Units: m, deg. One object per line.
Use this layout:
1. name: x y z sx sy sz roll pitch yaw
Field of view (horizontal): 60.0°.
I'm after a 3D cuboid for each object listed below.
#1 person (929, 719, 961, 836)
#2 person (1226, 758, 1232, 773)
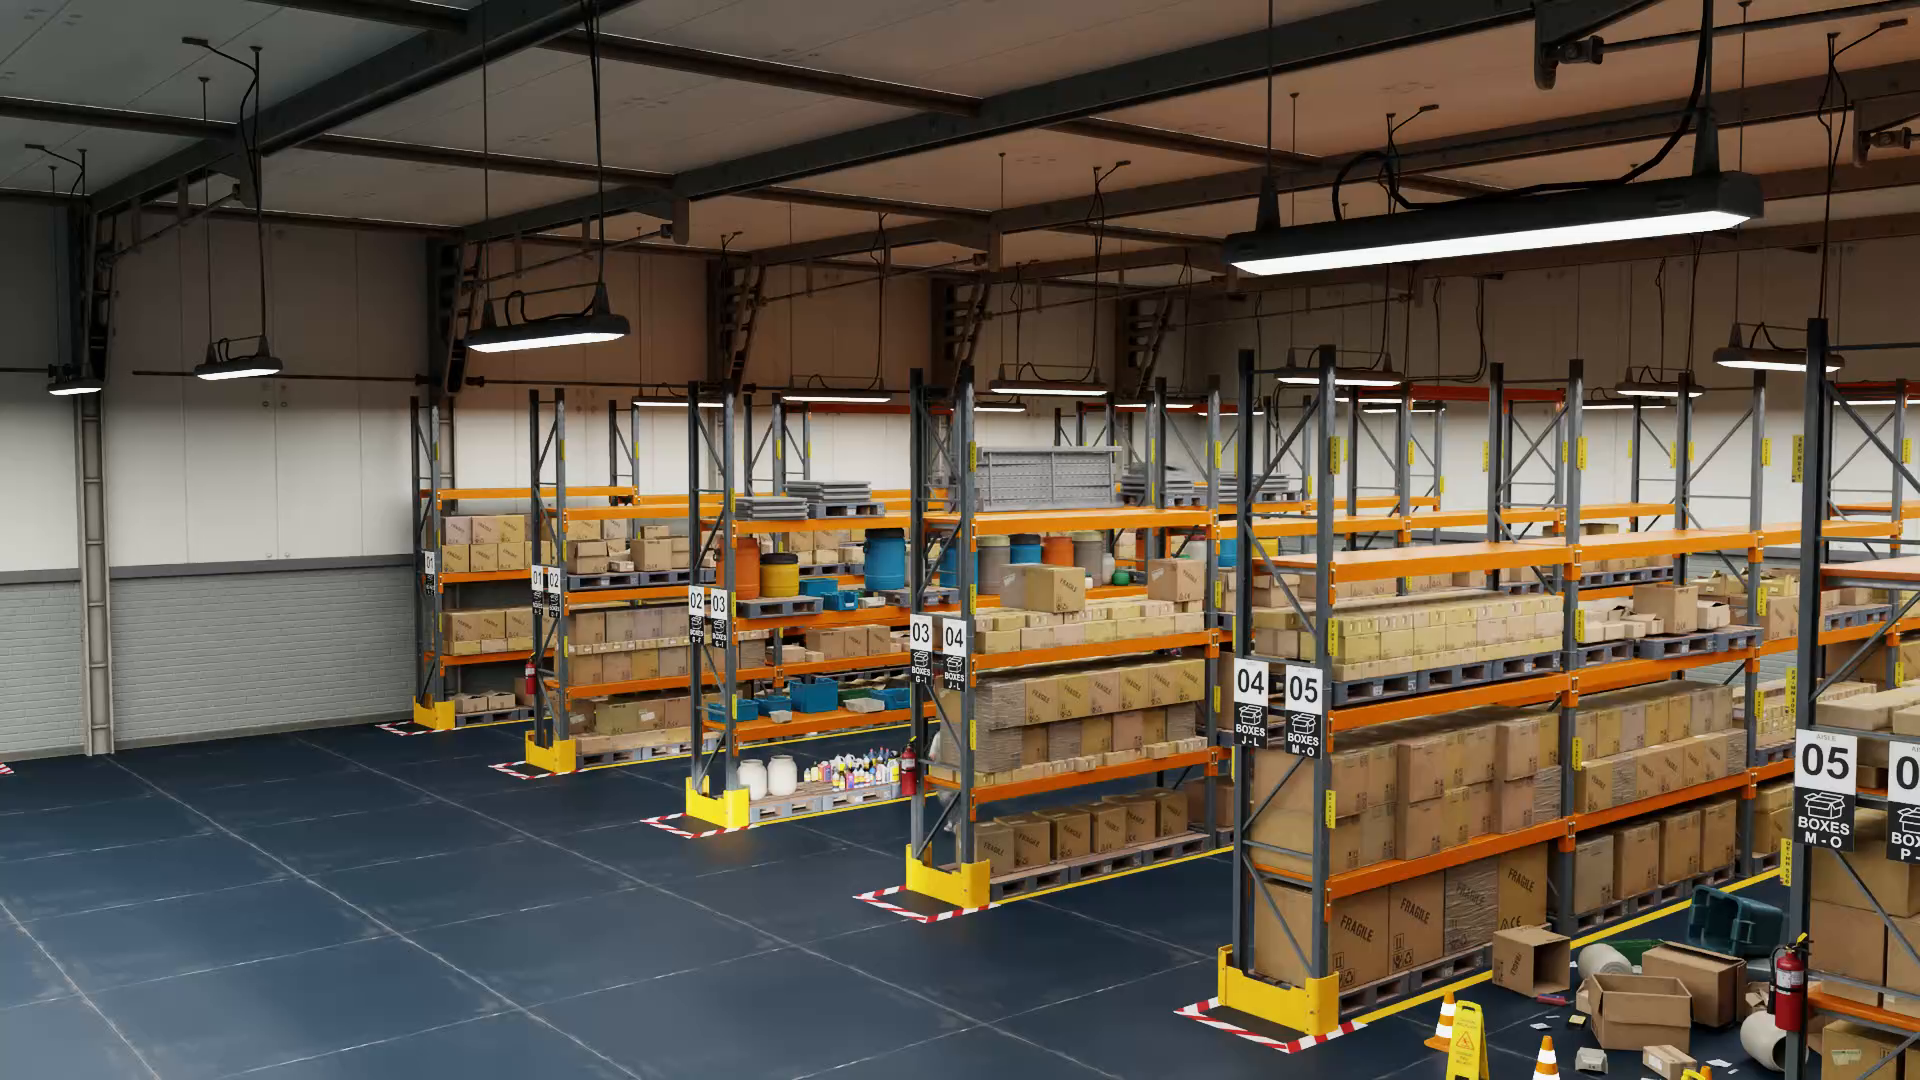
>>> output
1. person: -0.165 3.081 21.786 0.528 1.586 0.650 2 4 31
2. person: 4.062 2.828 24.724 0.681 1.764 0.908 3 4 40
